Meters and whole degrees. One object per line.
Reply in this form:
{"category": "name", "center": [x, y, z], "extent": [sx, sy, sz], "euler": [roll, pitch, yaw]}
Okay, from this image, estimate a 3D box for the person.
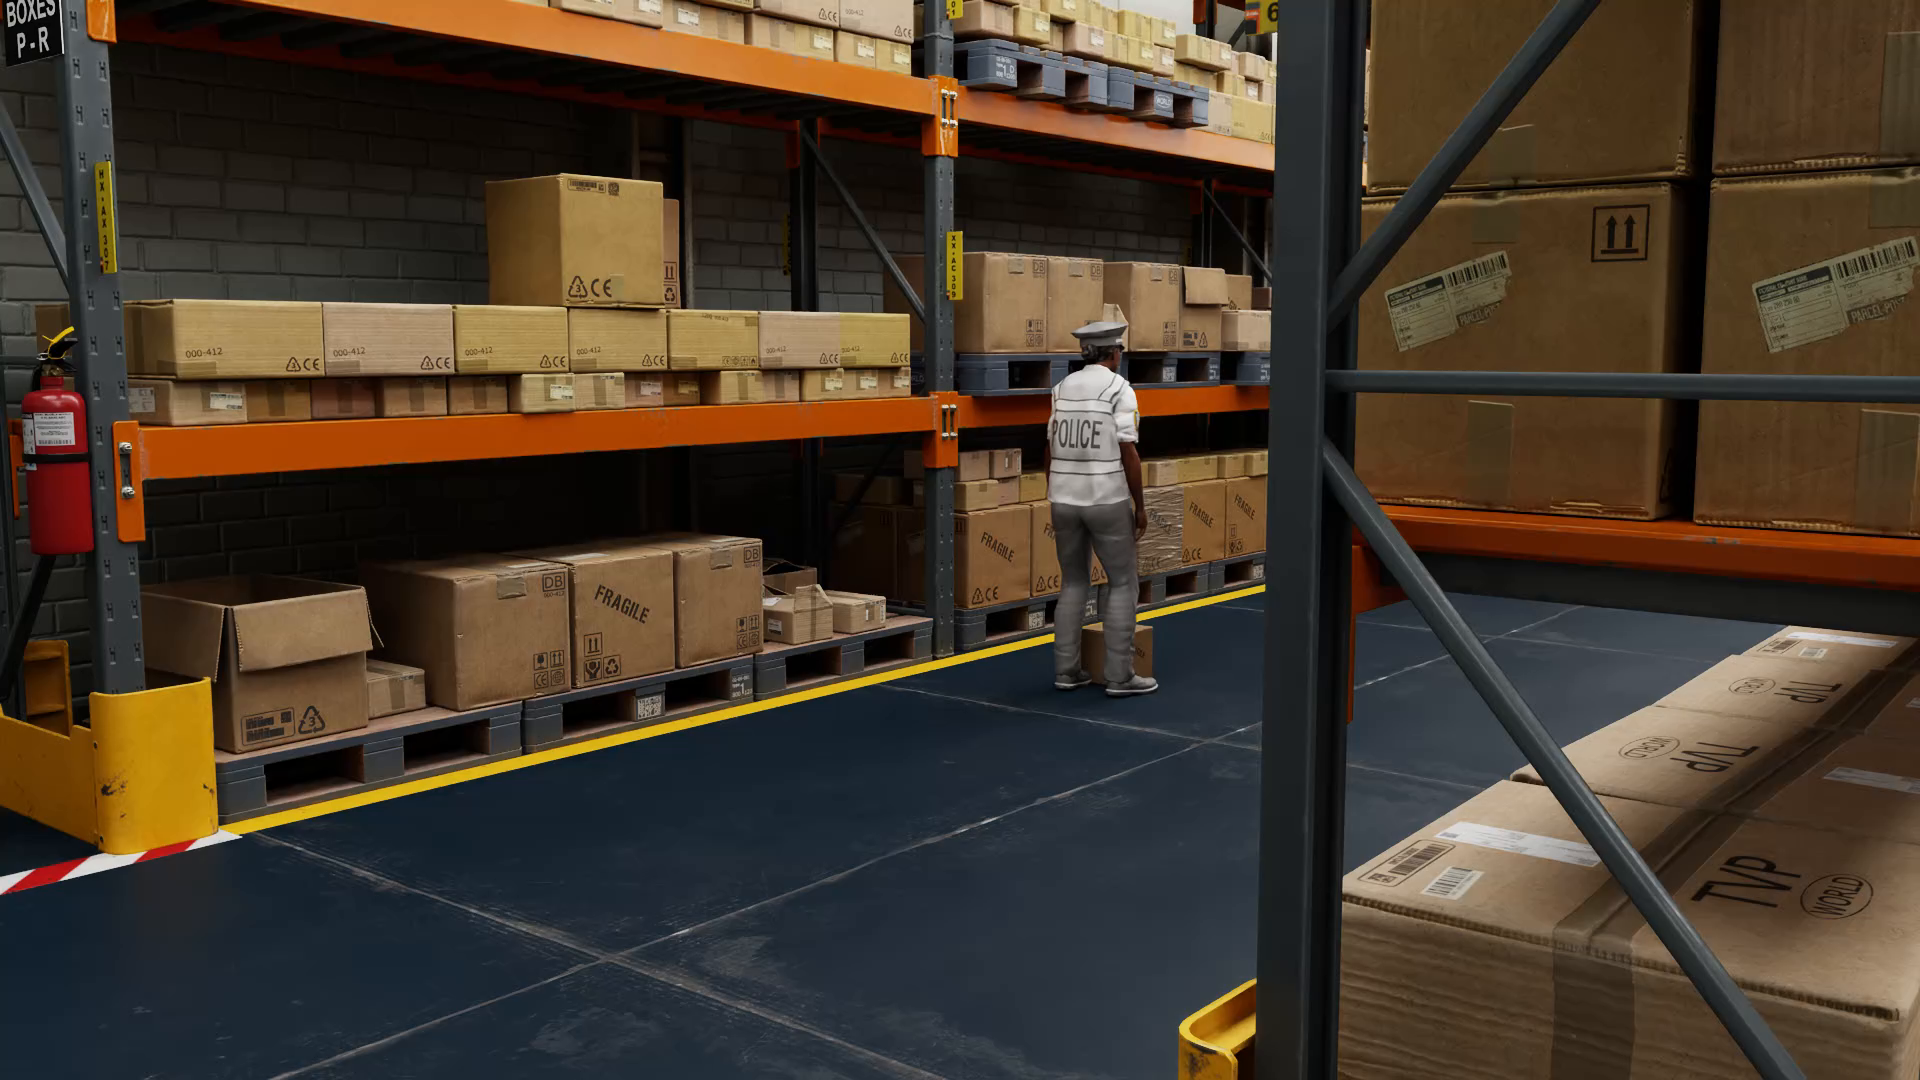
{"category": "person", "center": [0.614, -0.144, 7.452], "extent": [0.510, 1.659, 0.396], "euler": [5, 8, 36]}
